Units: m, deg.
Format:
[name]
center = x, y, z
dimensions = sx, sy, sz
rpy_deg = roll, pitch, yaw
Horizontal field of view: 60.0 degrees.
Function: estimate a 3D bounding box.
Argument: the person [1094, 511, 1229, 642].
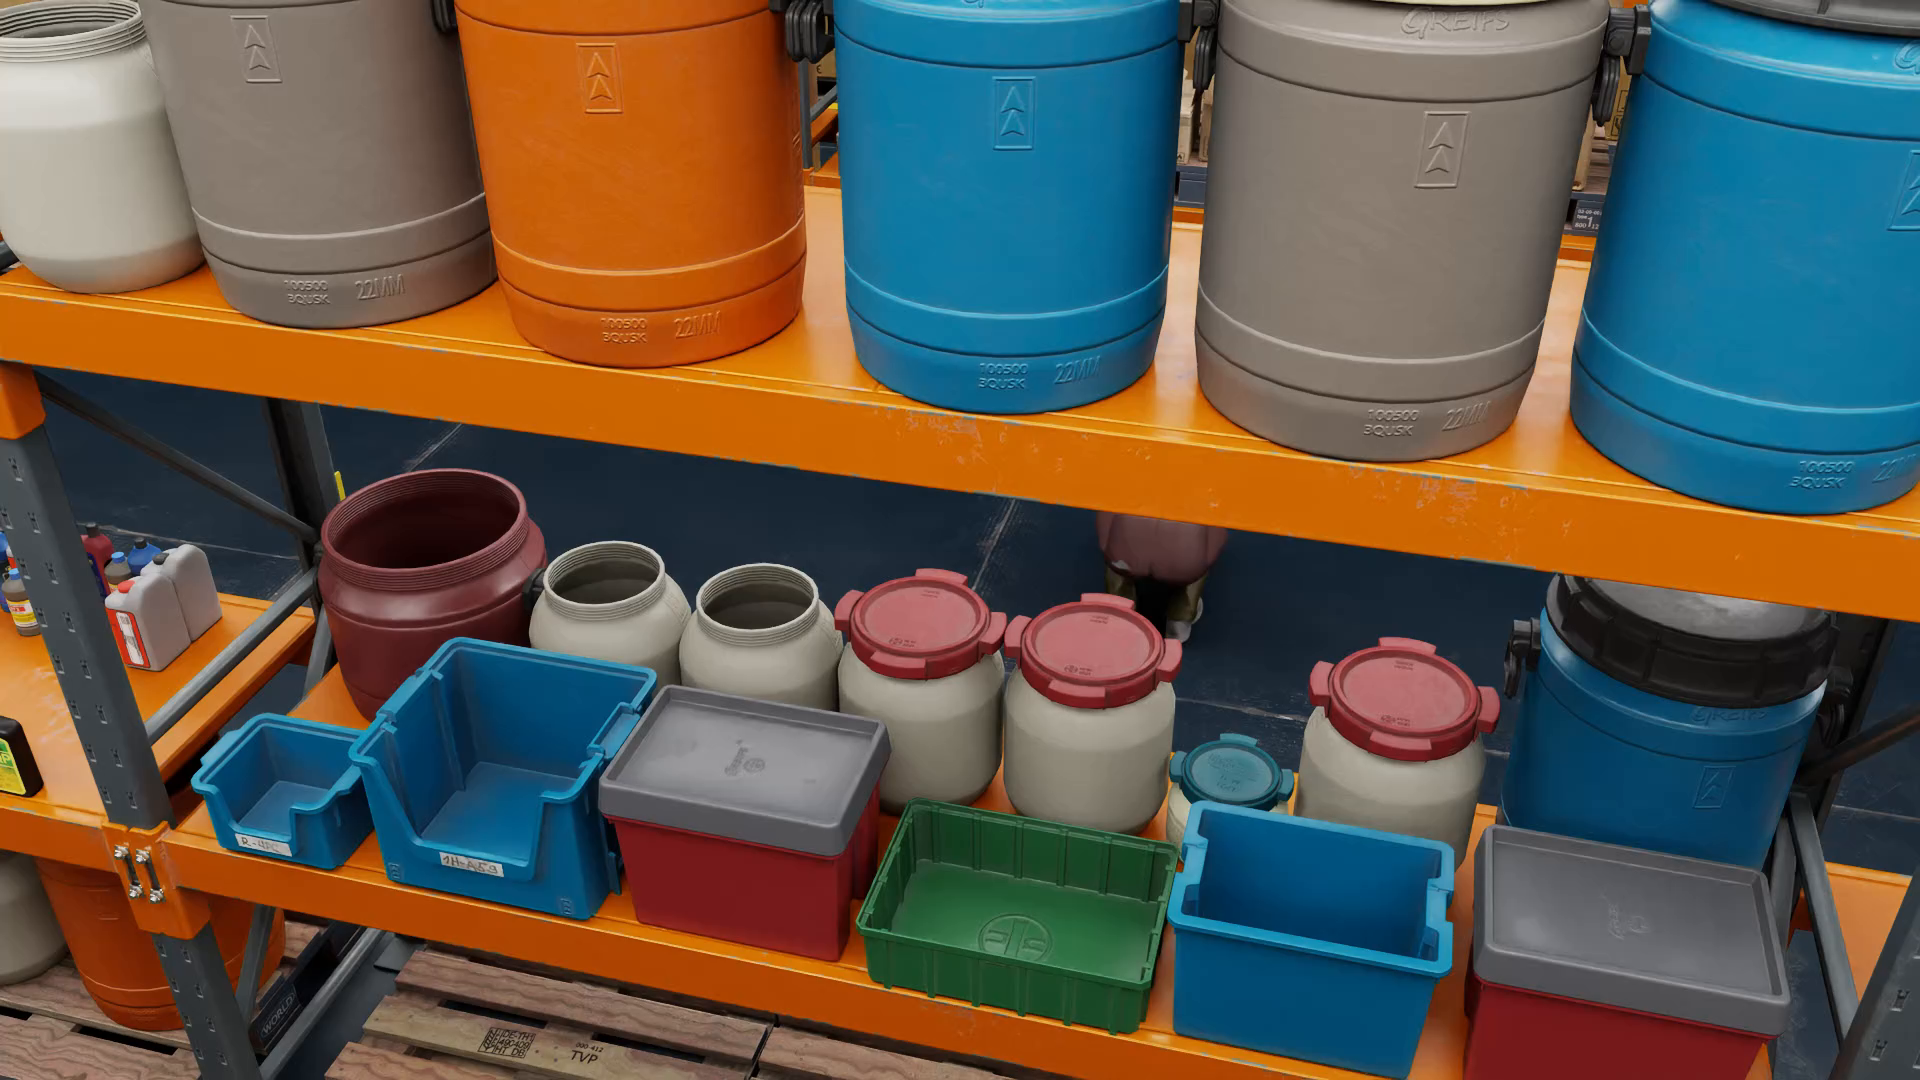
[person]
center = 0.880, -0.050, 7.222
dimensions = 0.581, 0.881, 0.930
rpy_deg = 8, 33, 12
